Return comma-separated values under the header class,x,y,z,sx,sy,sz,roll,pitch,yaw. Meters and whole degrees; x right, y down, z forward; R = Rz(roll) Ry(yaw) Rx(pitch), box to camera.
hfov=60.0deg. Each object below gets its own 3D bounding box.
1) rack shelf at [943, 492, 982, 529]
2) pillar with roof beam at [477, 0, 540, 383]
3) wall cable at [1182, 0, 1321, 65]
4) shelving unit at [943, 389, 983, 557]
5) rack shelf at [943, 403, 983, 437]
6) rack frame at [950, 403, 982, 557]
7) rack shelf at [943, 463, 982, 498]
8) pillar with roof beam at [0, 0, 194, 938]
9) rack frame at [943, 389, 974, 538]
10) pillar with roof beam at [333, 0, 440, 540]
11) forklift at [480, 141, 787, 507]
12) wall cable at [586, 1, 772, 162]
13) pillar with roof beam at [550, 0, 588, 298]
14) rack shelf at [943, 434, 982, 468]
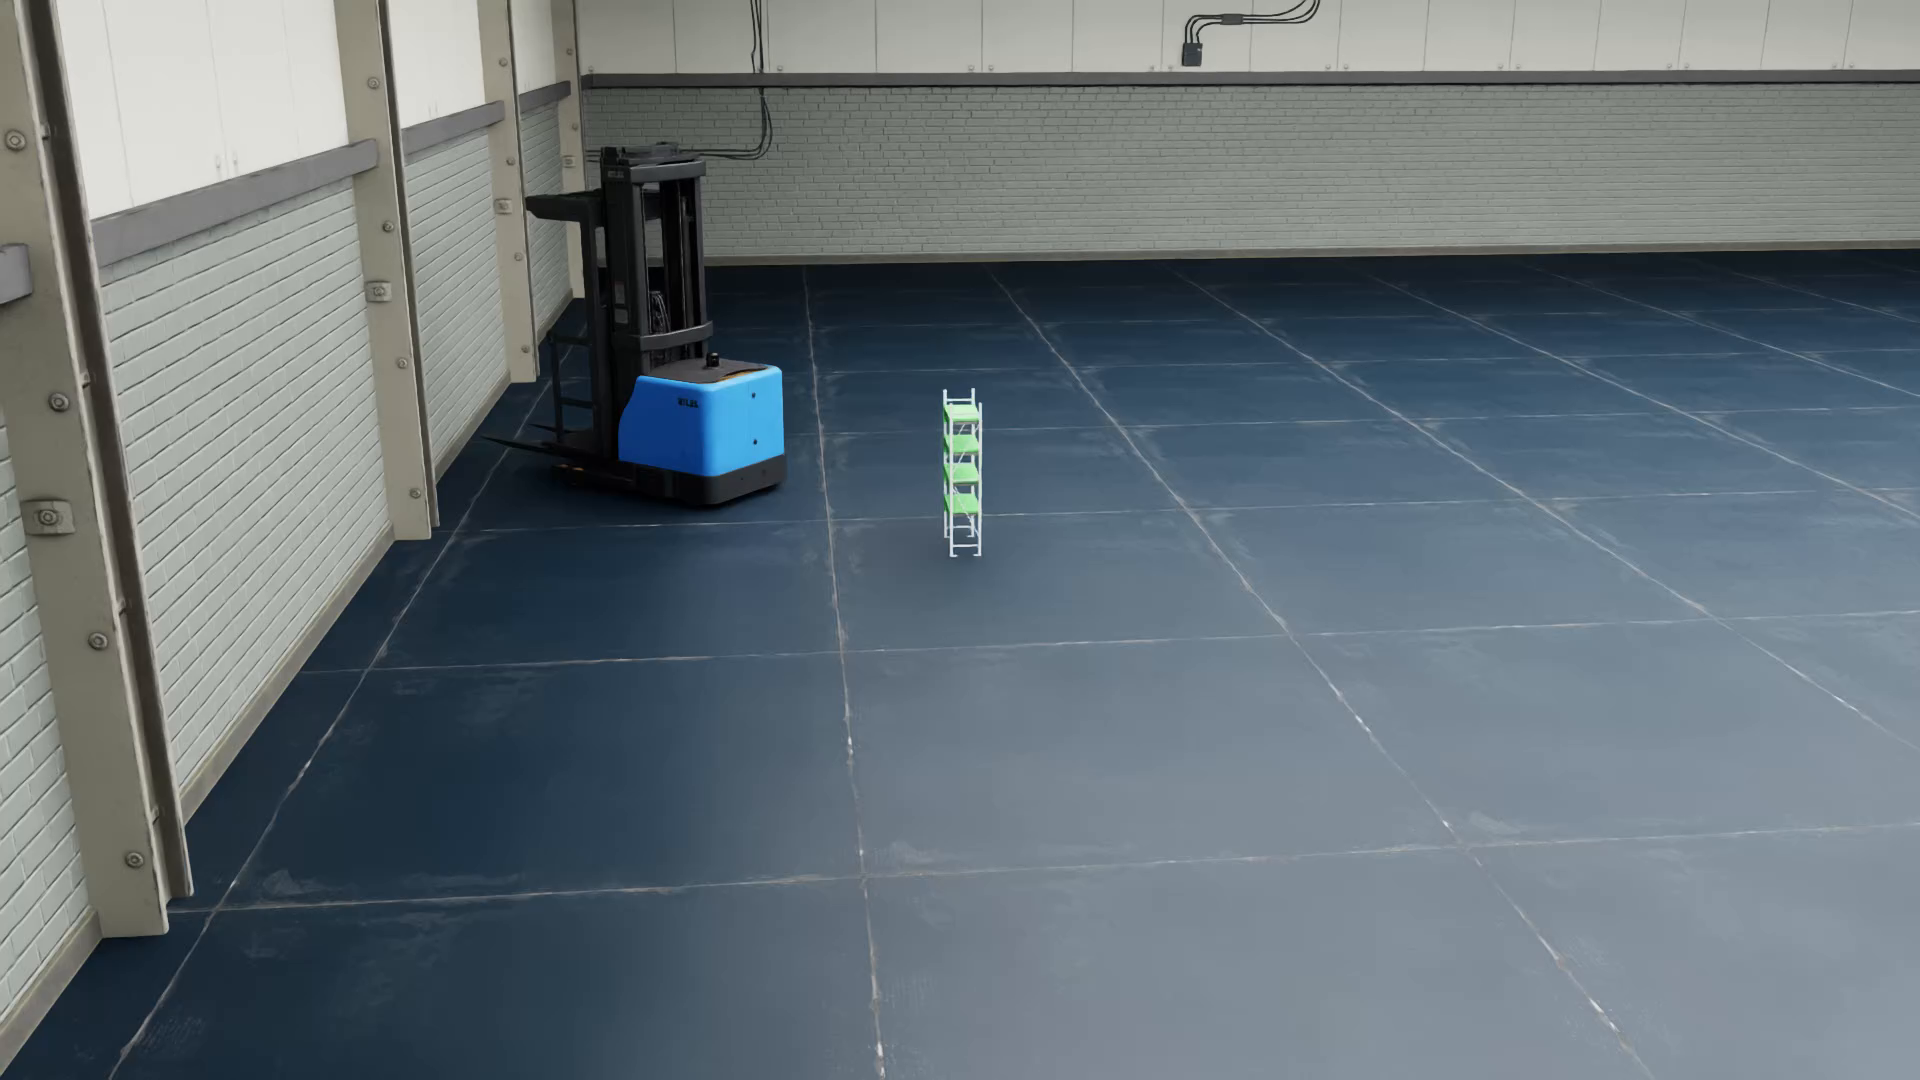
class,x,y,z,sx,sy,sz,roll,pitch,yaw
rack shelf,0.017,-0.233,12.931,0.258,0.148,0.480,-2,18,-6
pillar with roof beam,-0.716,-6.275,18.142,9.100,9.000,0.400,-2,18,-6
wall cable,4.839,-10.760,26.748,2.305,6.003,0.169,-2,18,-6
shelving unit,0.017,-0.523,12.840,0.258,1.200,0.503,-2,18,-6
rack shelf,0.017,-0.920,12.716,0.258,0.148,0.480,-2,18,-6
rack frame,0.042,-0.450,12.609,0.240,1.200,0.015,-2,18,-6
rack shelf,0.017,-0.462,12.859,0.258,0.148,0.480,-2,18,-6
pillar with roof beam,0.521,-2.700,6.754,9.100,9.000,0.400,-2,18,-6
rack frame,-0.008,-0.596,13.072,0.240,1.200,0.015,-2,18,-6
pillar with roof beam,-0.098,-4.488,12.448,9.100,9.000,0.400,-2,18,-6
forklift,-3.038,-1.994,14.634,3.031,2.935,1.130,11,21,31
wall cable,-4.606,-7.367,26.803,3.097,2.526,0.112,-2,18,-6
pillar with roof beam,-1.335,-8.063,23.836,9.100,9.000,0.400,-2,18,-6
rack shelf,0.017,-0.691,12.788,0.258,0.148,0.480,-2,18,-6
